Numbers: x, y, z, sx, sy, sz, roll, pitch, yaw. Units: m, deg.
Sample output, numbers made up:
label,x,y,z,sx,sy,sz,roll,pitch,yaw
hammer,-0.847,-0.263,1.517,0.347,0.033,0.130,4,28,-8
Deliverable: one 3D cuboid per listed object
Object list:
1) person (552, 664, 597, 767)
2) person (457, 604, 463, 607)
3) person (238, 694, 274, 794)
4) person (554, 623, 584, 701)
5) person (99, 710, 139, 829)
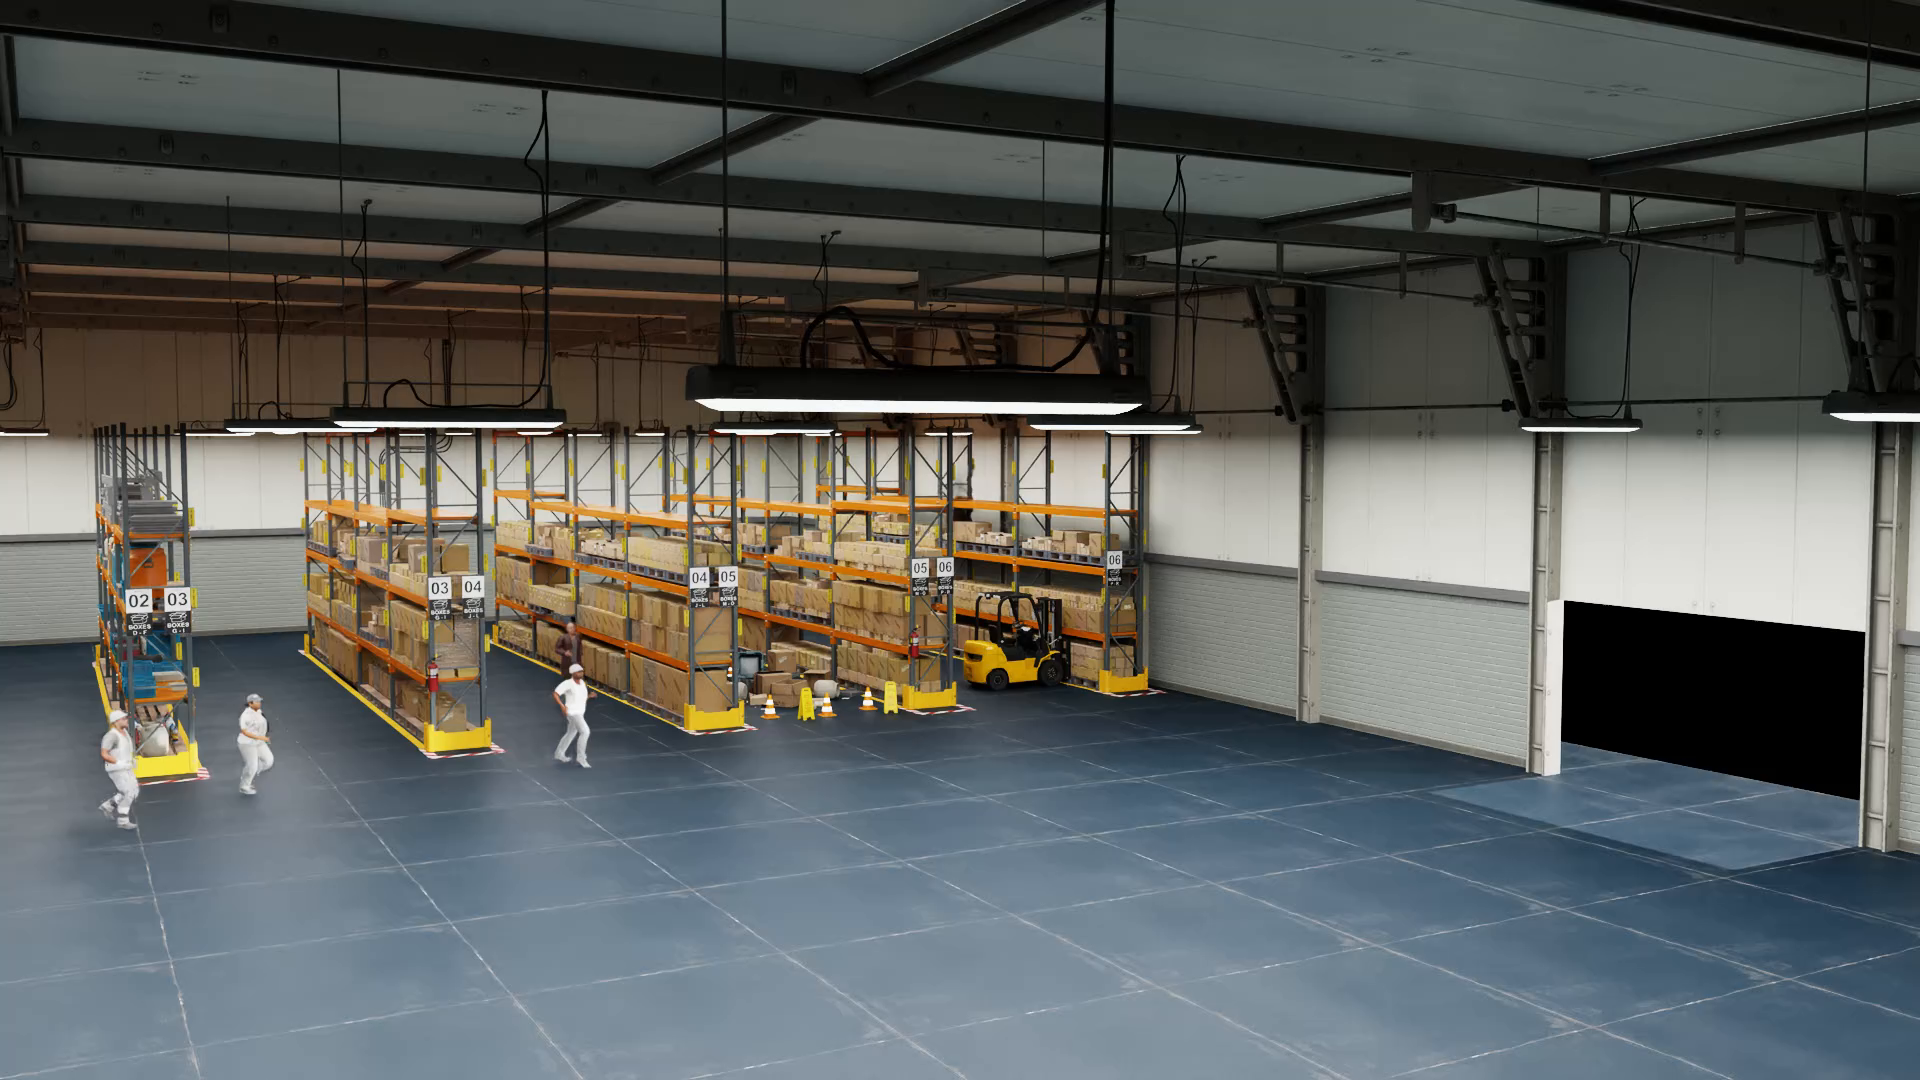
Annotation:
label,x,y,z,sx,sy,sz,roll,pitch,yaw
person,-6.763,3.086,29.222,0.771,1.835,0.661,1,3,8
person,-14.036,2.028,47.014,0.556,1.675,0.851,2,4,28
person,-11.381,3.291,26.880,0.593,1.609,0.591,1,3,9
person,-8.351,2.657,35.649,0.704,1.772,1.069,-2,4,-34
person,-12.365,3.370,24.378,0.569,1.750,0.666,0,3,-3
